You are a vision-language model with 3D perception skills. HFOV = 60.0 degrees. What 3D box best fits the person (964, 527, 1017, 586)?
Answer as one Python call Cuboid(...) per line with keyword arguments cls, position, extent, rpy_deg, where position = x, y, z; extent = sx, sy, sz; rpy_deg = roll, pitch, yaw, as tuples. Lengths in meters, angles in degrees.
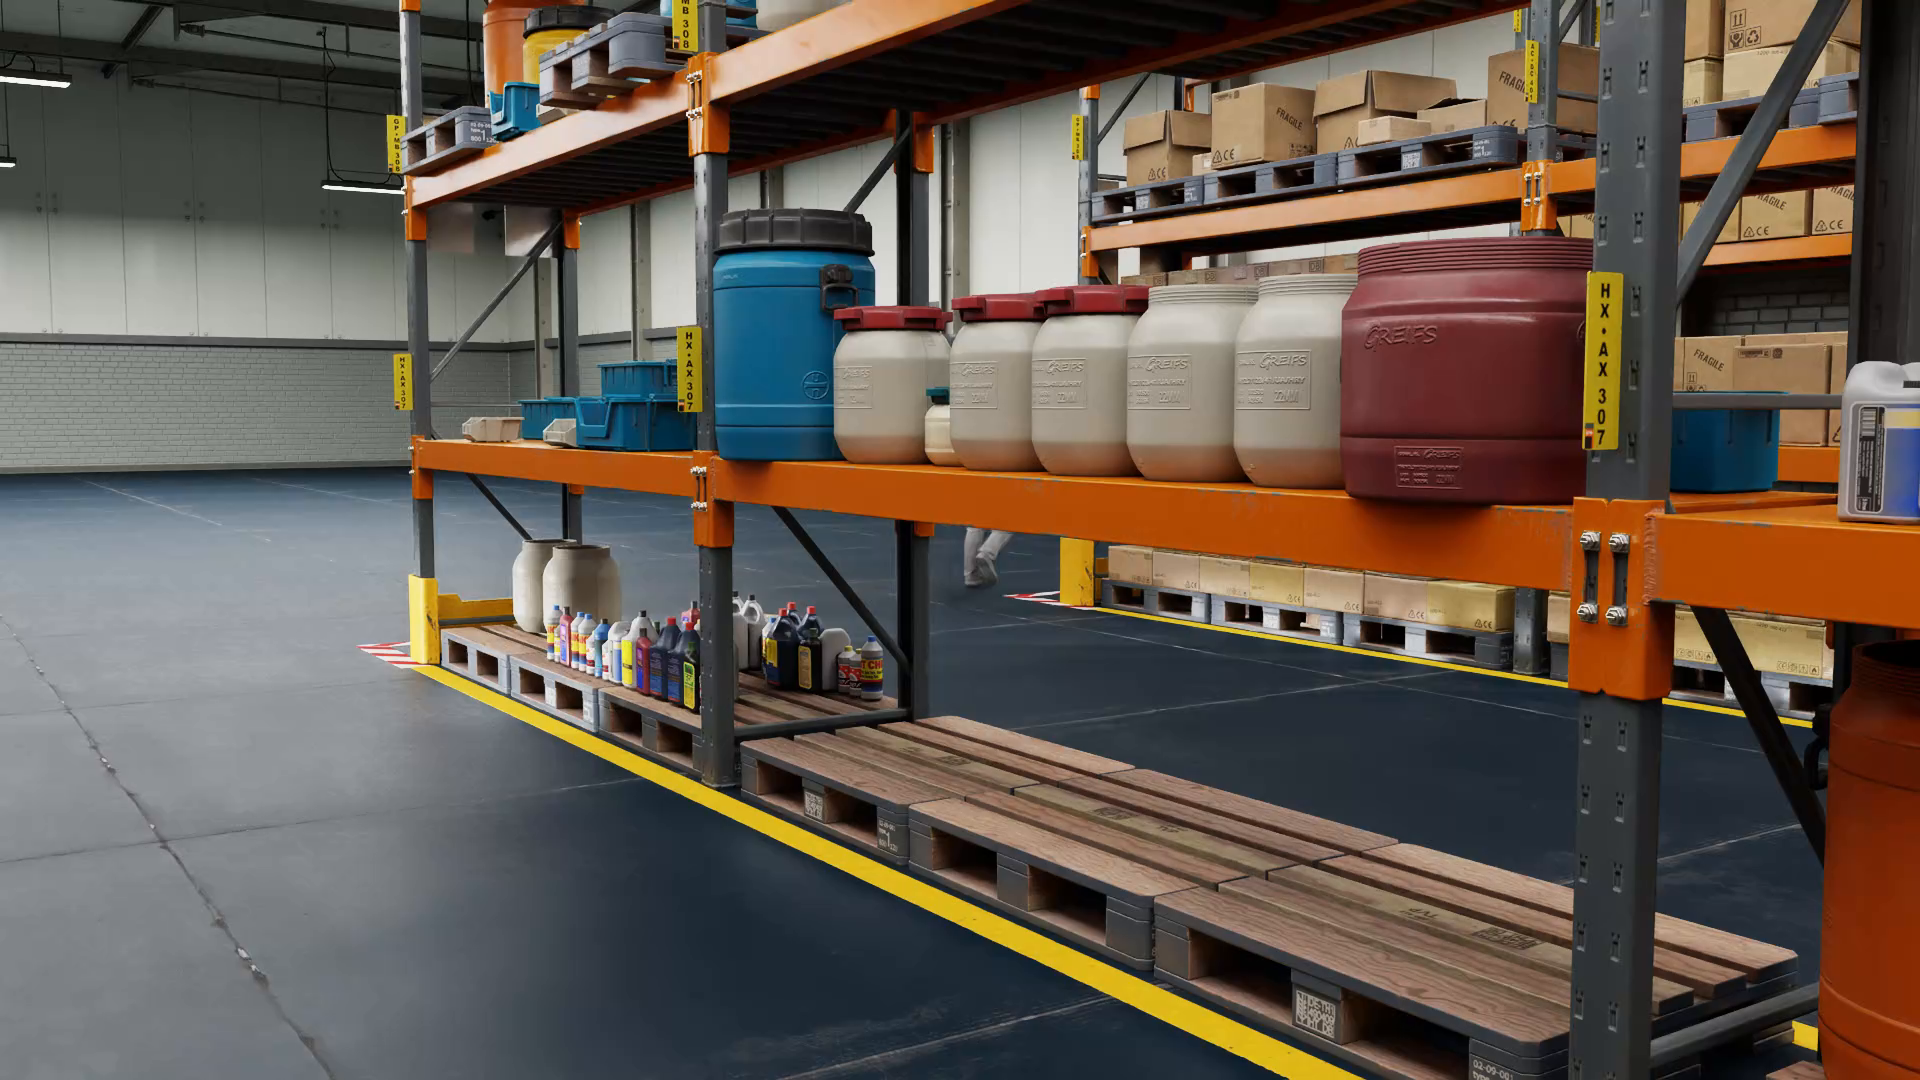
Cuboid(cls="person", position=(0.246, -0.503, 13.644), extent=(0.610, 1.756, 0.501), rpy_deg=(3, 6, 35))
